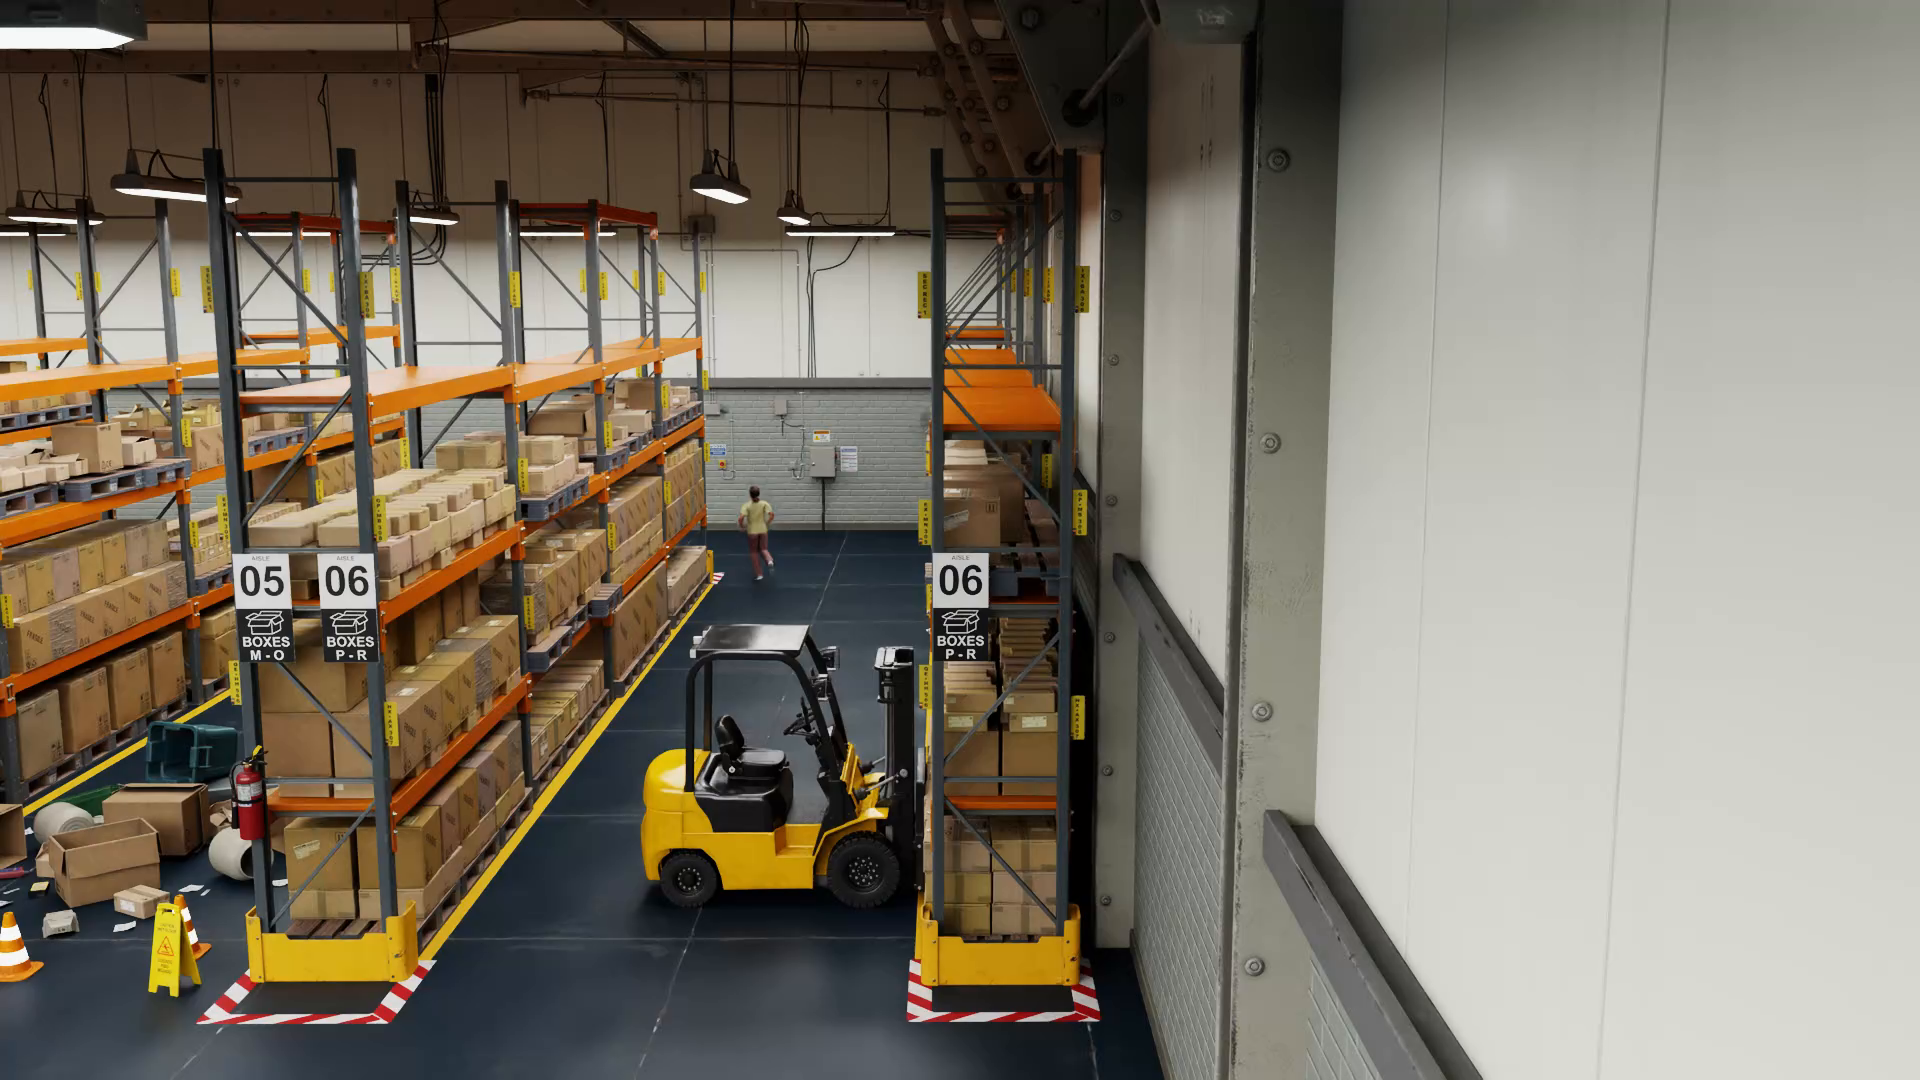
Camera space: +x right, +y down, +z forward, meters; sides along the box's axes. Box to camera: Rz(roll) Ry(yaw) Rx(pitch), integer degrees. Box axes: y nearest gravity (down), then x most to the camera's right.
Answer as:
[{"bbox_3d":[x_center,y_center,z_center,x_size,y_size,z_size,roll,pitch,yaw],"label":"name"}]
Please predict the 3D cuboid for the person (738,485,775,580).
[{"bbox_3d":[-3.427,-0.084,28.006,0.615,1.670,0.648,-4,10,-23],"label":"person"}]
